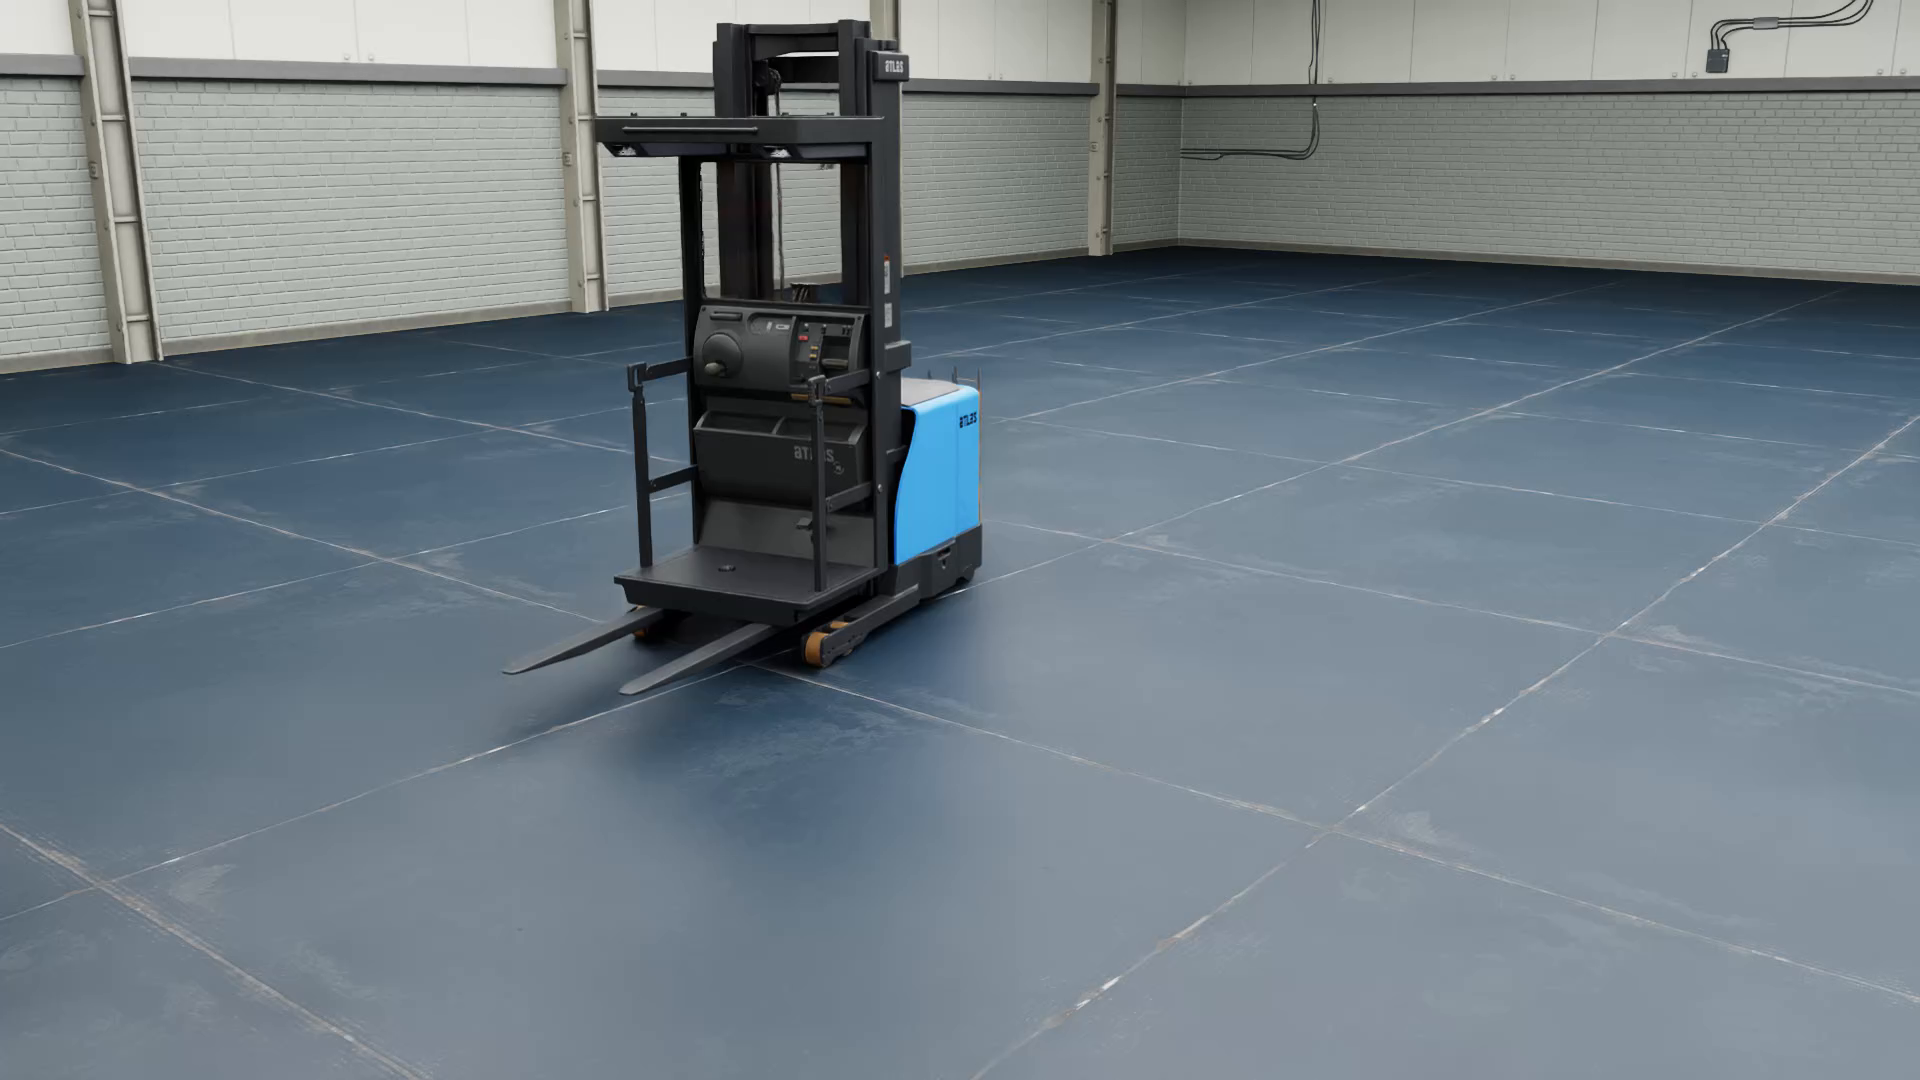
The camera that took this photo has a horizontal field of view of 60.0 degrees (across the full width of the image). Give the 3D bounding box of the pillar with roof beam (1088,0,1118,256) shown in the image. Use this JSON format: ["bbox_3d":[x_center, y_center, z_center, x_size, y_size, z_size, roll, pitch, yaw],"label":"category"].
[{"bbox_3d":[5.971,-9.040,27.431,9.100,9.000,0.400,11,18,38],"label":"pillar with roof beam"}]

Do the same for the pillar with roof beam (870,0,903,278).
[{"bbox_3d":[2.200,-7.891,22.907,9.100,9.000,0.400,11,18,38],"label":"pillar with roof beam"}]

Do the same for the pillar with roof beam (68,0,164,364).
[{"bbox_3d":[-5.342,-5.593,13.861,9.100,9.000,0.400,11,18,38],"label":"pillar with roof beam"}]

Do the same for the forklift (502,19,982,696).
[{"bbox_3d":[-0.977,-0.947,7.900,1.130,2.935,3.031,7,16,25],"label":"forklift"}]

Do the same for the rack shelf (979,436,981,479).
[{"bbox_3d":[-0.034,-0.488,9.956,0.215,0.259,0.240,11,18,38],"label":"rack shelf"}]

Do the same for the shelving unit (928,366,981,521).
[{"bbox_3d":[-0.034,-0.499,9.953,0.215,1.050,0.252,11,18,38],"label":"shelving unit"}]

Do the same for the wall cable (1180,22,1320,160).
[{"bbox_3d":[5.502,-8.560,31.851,3.097,2.526,0.112,11,18,38],"label":"wall cable"}]

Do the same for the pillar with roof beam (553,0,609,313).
[{"bbox_3d":[-1.571,-6.742,18.384,9.100,9.000,0.400,11,18,38],"label":"pillar with roof beam"}]

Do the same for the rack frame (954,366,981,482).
[{"bbox_3d":[0.043,-0.522,10.045,0.200,1.050,0.008,11,18,38],"label":"rack frame"}]

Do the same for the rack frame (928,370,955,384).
[{"bbox_3d":[-0.110,-0.475,9.861,0.200,1.050,0.008,11,18,38],"label":"rack frame"}]

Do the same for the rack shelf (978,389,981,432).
[{"bbox_3d":[-0.034,-0.763,9.886,0.215,0.259,0.240,11,18,38],"label":"rack shelf"}]

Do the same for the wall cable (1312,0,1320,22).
[{"bbox_3d":[7.607,-10.590,29.581,3.097,2.526,0.112,11,18,38],"label":"wall cable"}]

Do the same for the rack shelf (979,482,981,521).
[{"bbox_3d":[-0.034,-0.219,10.024,0.215,0.259,0.240,11,18,38],"label":"rack shelf"}]

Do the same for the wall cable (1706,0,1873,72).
[{"bbox_3d":[12.877,-10.242,25.255,2.305,6.003,0.169,11,18,38],"label":"wall cable"}]
